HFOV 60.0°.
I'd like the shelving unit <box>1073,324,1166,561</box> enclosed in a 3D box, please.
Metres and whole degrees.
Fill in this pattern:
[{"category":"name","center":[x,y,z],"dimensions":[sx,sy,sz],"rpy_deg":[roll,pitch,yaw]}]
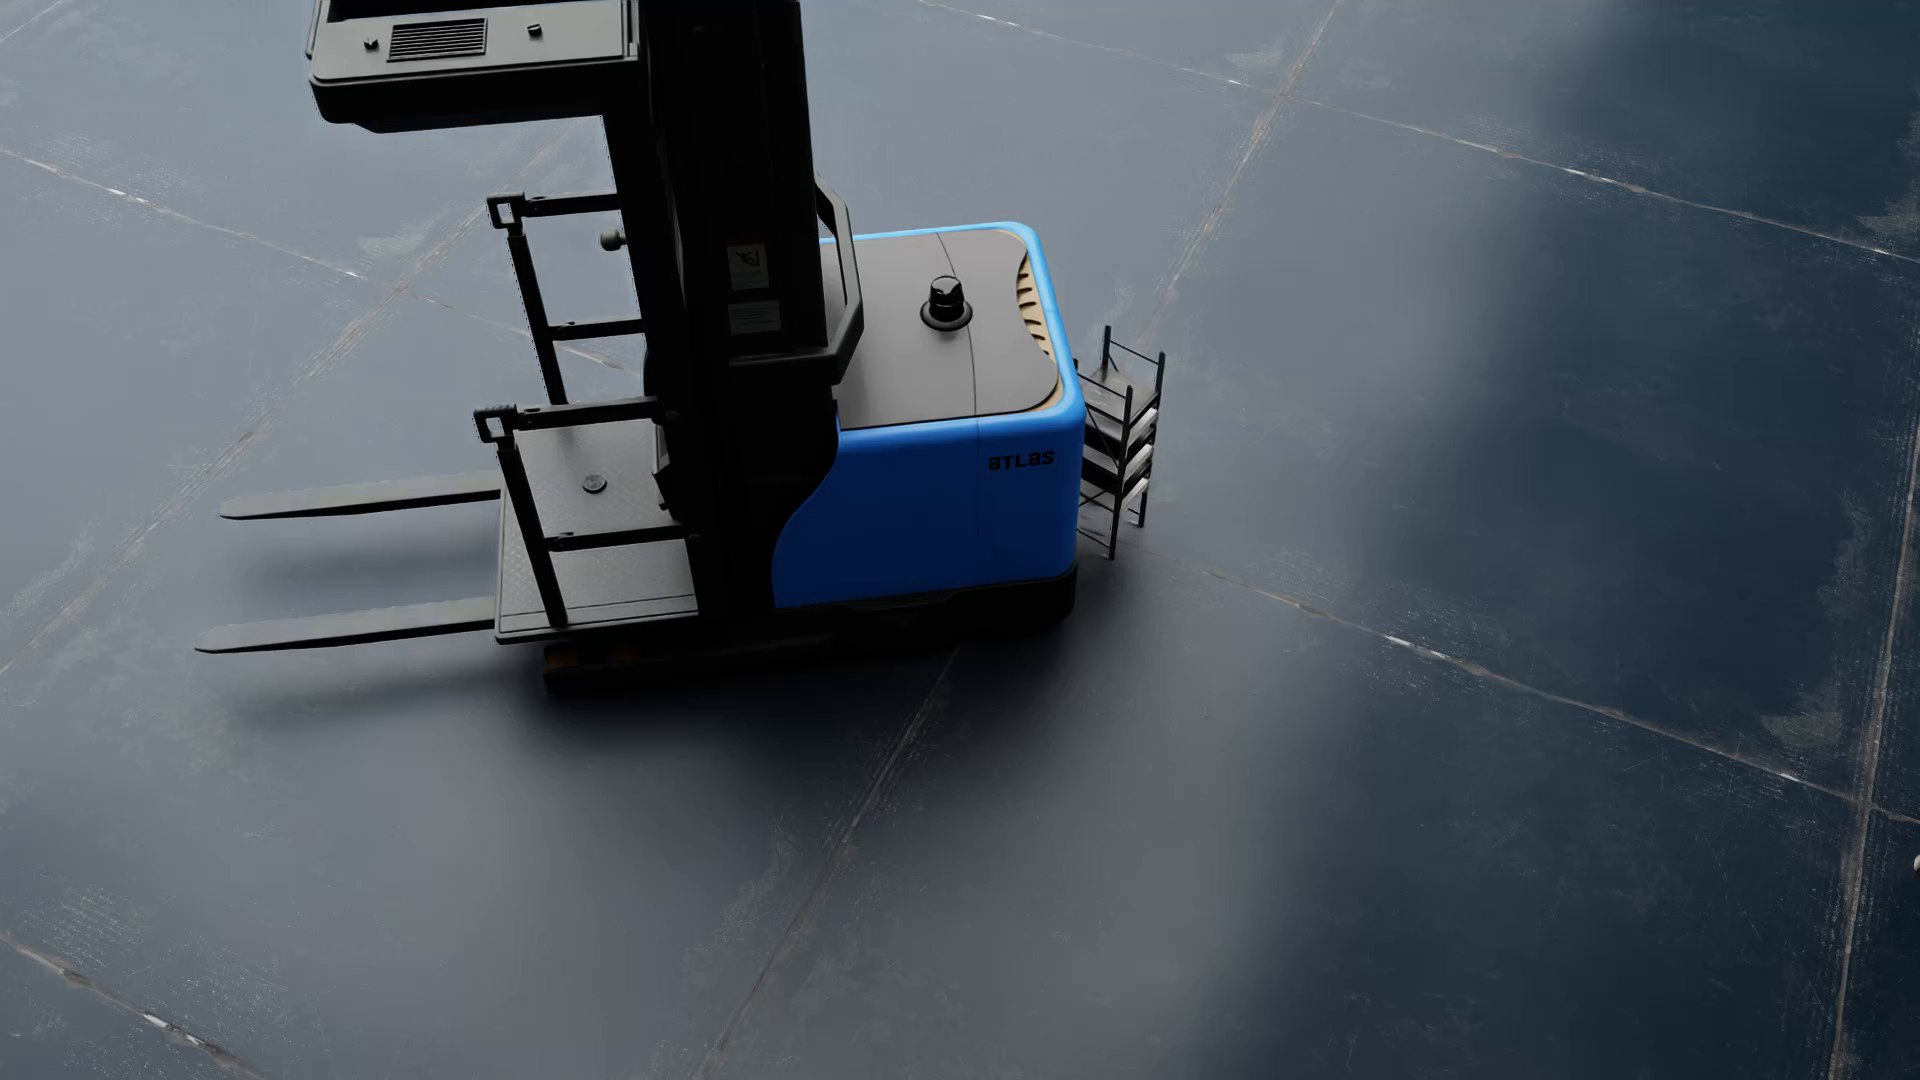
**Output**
[{"category":"shelving unit","center":[0.536,-0.329,5.939],"dimensions":[0.258,0.900,0.210],"rpy_deg":[29,56,23]}]

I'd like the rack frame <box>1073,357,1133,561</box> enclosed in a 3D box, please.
[{"category":"rack frame","center":[0.475,-0.267,5.886],"dimensions":[0.240,0.900,0.006],"rpy_deg":[29,56,23]}]

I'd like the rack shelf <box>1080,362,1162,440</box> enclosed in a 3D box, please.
[{"category":"rack shelf","center":[0.536,-0.483,5.759],"dimensions":[0.258,0.077,0.200],"rpy_deg":[29,56,23]}]

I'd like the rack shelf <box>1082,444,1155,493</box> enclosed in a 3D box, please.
[{"category":"rack shelf","center":[0.536,-0.308,5.965],"dimensions":[0.258,0.077,0.200],"rpy_deg":[29,56,23]}]

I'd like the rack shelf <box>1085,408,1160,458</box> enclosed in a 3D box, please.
[{"category":"rack shelf","center":[0.536,-0.425,5.828],"dimensions":[0.258,0.077,0.200],"rpy_deg":[29,56,23]}]

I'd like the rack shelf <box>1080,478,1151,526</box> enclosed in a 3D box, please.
[{"category":"rack shelf","center":[0.536,-0.191,6.102],"dimensions":[0.258,0.077,0.200],"rpy_deg":[29,56,23]}]

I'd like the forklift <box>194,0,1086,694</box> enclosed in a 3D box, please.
[{"category":"forklift","center":[-1.149,-0.851,5.050],"dimensions":[3.031,2.935,1.130],"rpy_deg":[-6,50,-5]}]

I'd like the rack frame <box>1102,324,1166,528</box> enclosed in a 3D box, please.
[{"category":"rack frame","center":[0.596,-0.392,5.992],"dimensions":[0.240,0.900,0.006],"rpy_deg":[29,56,23]}]

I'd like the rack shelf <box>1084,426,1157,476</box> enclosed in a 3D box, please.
[{"category":"rack shelf","center":[0.536,-0.366,5.896],"dimensions":[0.258,0.077,0.200],"rpy_deg":[29,56,23]}]

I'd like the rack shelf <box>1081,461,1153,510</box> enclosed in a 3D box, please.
[{"category":"rack shelf","center":[0.536,-0.250,6.033],"dimensions":[0.258,0.077,0.200],"rpy_deg":[29,56,23]}]
